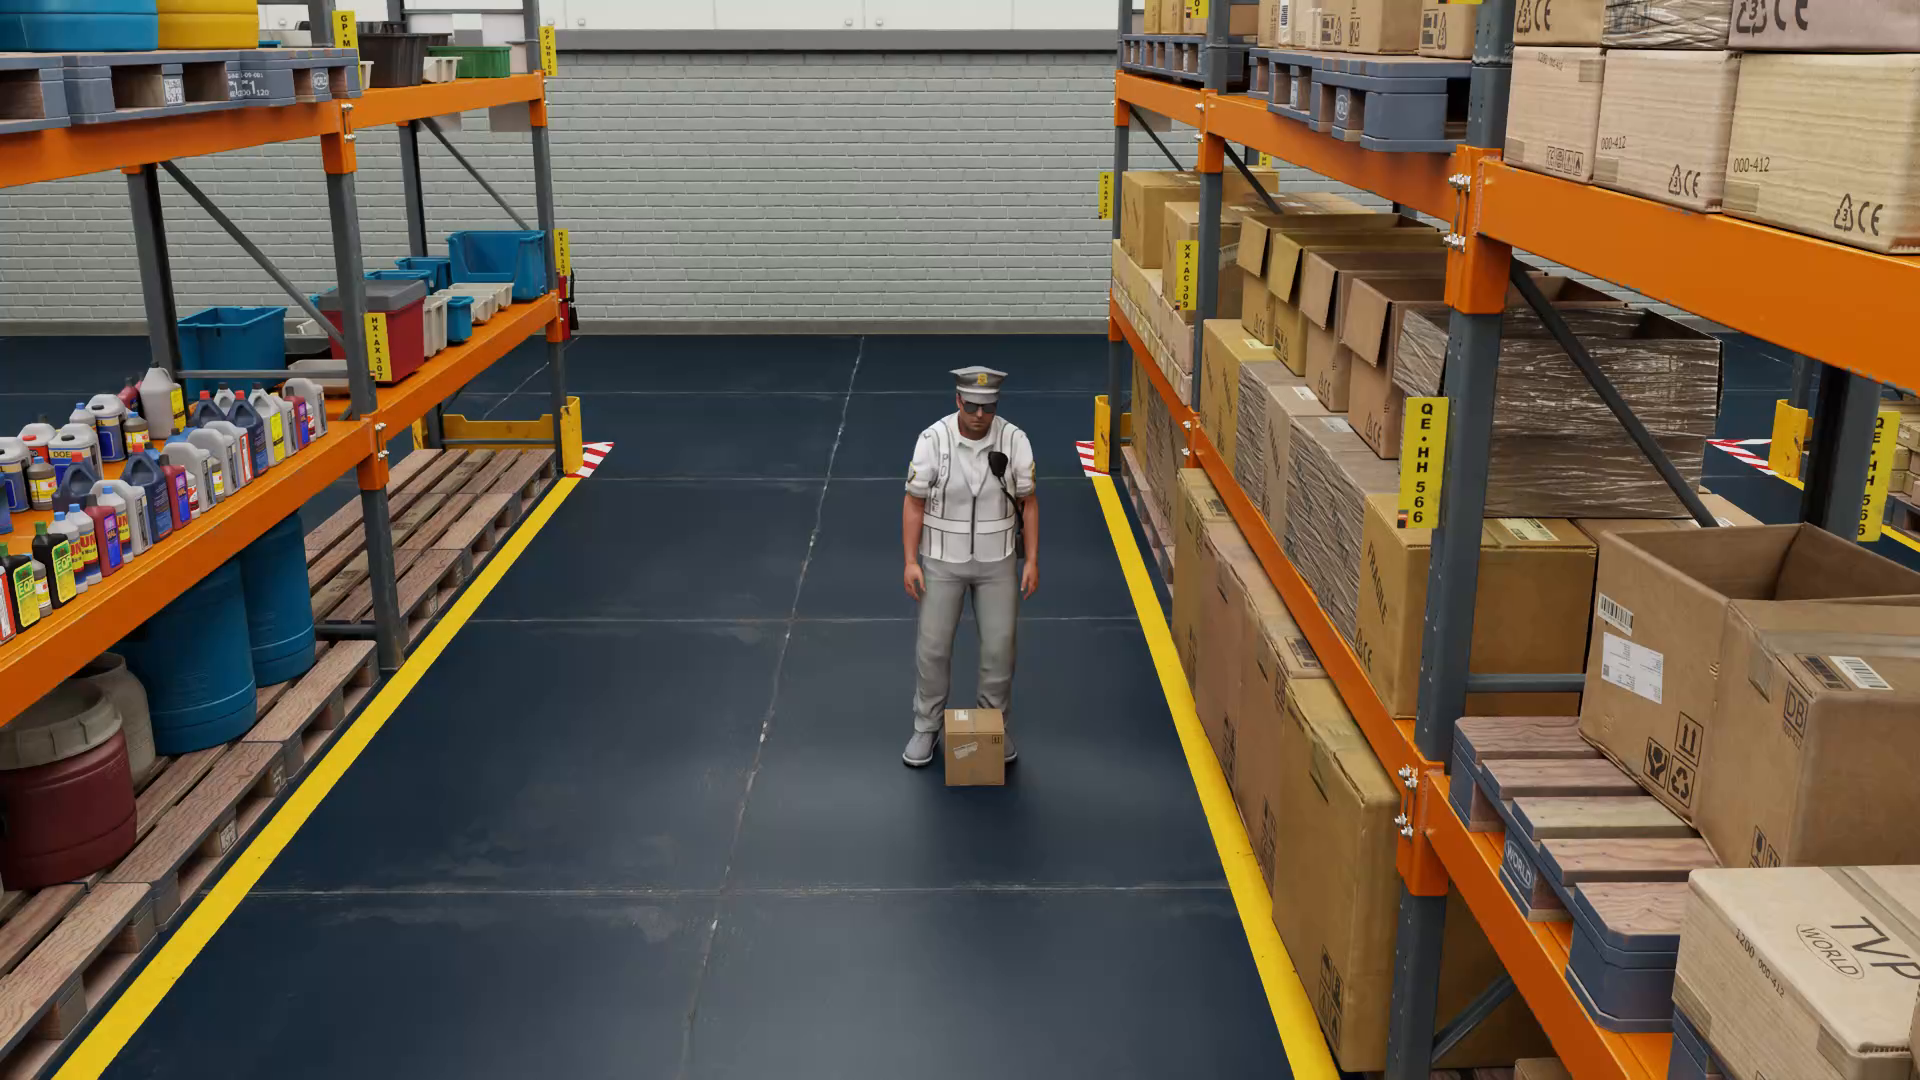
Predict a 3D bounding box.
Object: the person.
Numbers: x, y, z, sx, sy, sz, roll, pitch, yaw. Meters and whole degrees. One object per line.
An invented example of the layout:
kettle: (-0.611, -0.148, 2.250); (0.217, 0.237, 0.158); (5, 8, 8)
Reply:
person: (0.041, 0.095, 7.219); (0.606, 1.749, 0.429); (-1, 17, -4)
